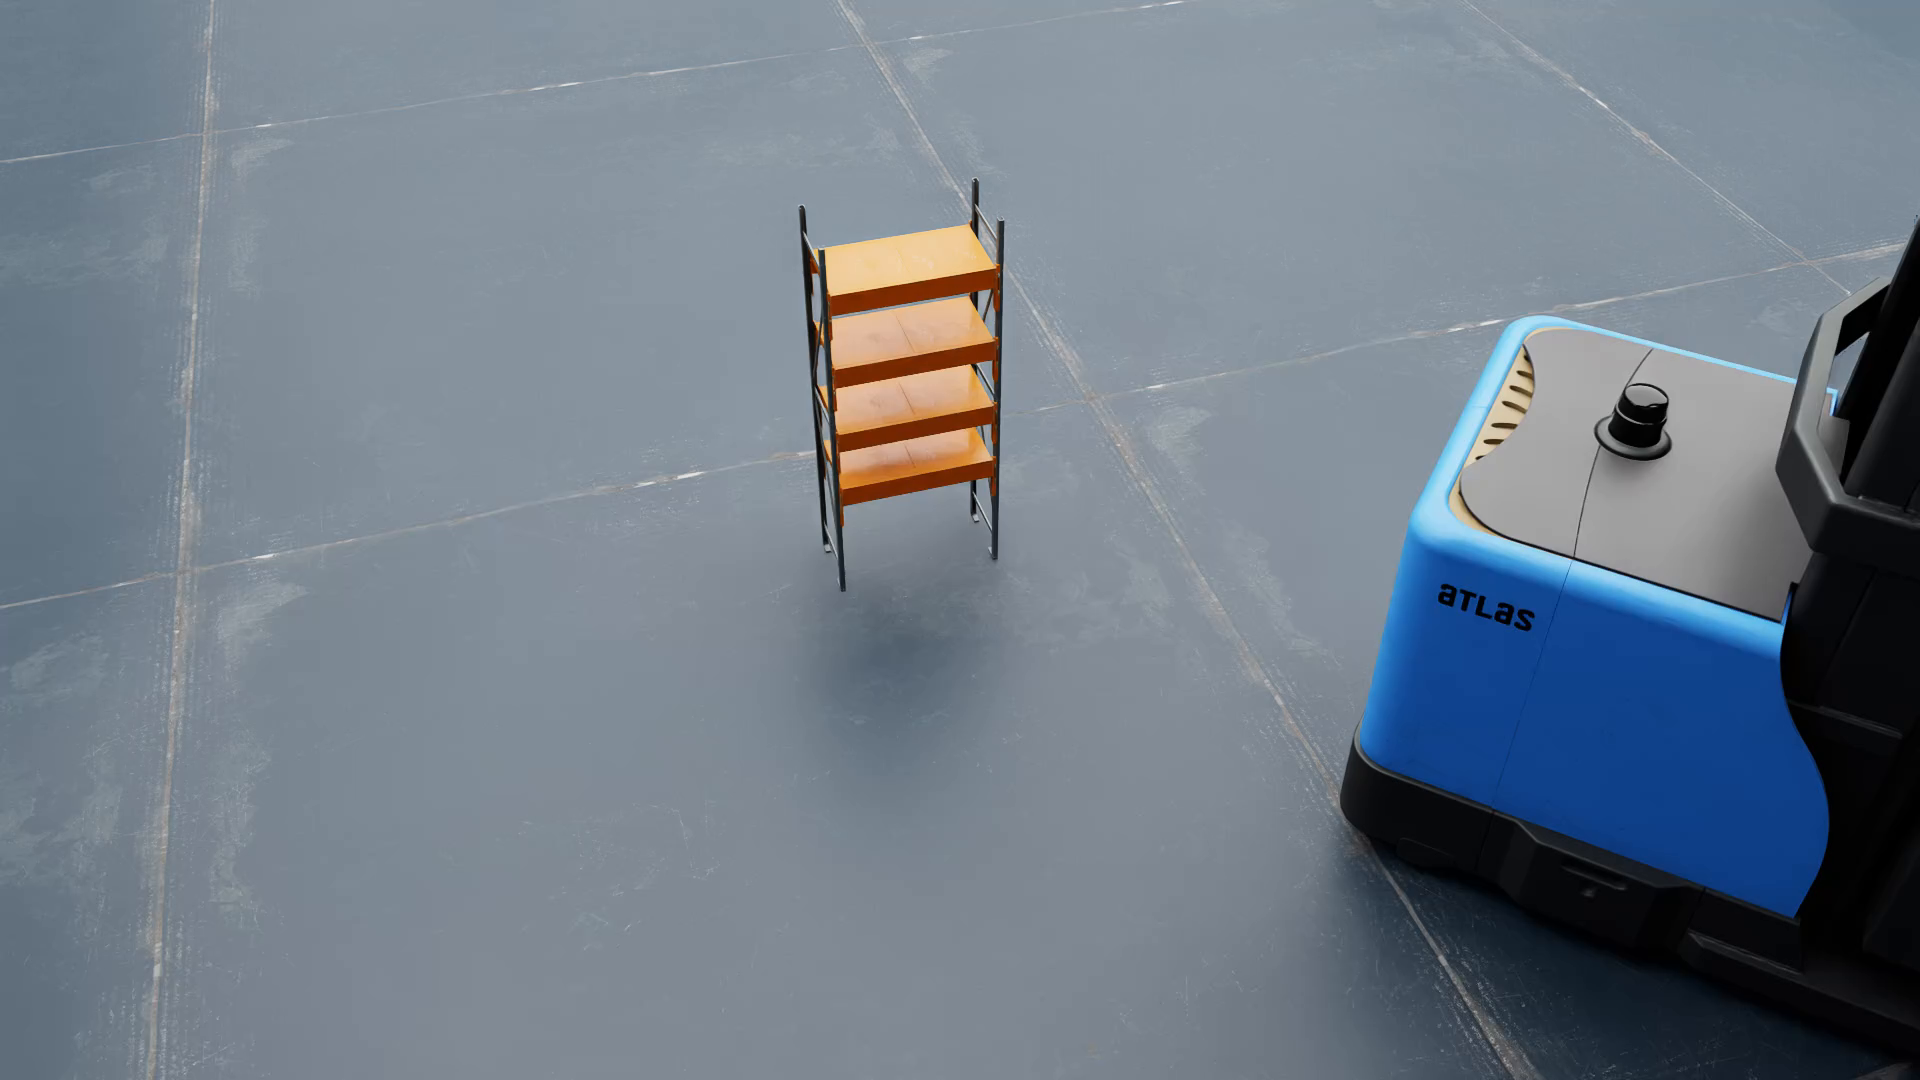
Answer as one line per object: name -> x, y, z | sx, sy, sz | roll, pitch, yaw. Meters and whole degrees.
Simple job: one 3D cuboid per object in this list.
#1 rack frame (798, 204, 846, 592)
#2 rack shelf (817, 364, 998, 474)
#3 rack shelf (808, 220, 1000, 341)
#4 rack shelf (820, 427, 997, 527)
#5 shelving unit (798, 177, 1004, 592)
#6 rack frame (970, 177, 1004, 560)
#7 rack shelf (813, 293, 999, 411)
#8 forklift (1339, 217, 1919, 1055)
rack frame -> -0.391, -0.371, 4.763 | 0.015, 1.200, 0.240 | -12, 42, -13
rack shelf -> -0.158, -0.368, 4.862 | 0.480, 0.148, 0.258 | -12, 42, -13
rack shelf -> -0.158, -0.715, 4.559 | 0.480, 0.148, 0.258 | -12, 42, -13
rack shelf -> -0.158, -0.219, 4.993 | 0.480, 0.148, 0.258 | -12, 42, -13
shelving unit -> -0.158, -0.419, 4.818 | 0.503, 1.200, 0.258 | -12, 42, -13
rack frame -> 0.075, -0.467, 4.873 | 0.015, 1.200, 0.240 | -12, 42, -13
rack shelf -> -0.158, -0.537, 4.715 | 0.480, 0.148, 0.258 | -12, 42, -13
forklift -> 2.539, -0.163, 3.209 | 3.031, 2.935, 1.130 | 19, 45, 21
